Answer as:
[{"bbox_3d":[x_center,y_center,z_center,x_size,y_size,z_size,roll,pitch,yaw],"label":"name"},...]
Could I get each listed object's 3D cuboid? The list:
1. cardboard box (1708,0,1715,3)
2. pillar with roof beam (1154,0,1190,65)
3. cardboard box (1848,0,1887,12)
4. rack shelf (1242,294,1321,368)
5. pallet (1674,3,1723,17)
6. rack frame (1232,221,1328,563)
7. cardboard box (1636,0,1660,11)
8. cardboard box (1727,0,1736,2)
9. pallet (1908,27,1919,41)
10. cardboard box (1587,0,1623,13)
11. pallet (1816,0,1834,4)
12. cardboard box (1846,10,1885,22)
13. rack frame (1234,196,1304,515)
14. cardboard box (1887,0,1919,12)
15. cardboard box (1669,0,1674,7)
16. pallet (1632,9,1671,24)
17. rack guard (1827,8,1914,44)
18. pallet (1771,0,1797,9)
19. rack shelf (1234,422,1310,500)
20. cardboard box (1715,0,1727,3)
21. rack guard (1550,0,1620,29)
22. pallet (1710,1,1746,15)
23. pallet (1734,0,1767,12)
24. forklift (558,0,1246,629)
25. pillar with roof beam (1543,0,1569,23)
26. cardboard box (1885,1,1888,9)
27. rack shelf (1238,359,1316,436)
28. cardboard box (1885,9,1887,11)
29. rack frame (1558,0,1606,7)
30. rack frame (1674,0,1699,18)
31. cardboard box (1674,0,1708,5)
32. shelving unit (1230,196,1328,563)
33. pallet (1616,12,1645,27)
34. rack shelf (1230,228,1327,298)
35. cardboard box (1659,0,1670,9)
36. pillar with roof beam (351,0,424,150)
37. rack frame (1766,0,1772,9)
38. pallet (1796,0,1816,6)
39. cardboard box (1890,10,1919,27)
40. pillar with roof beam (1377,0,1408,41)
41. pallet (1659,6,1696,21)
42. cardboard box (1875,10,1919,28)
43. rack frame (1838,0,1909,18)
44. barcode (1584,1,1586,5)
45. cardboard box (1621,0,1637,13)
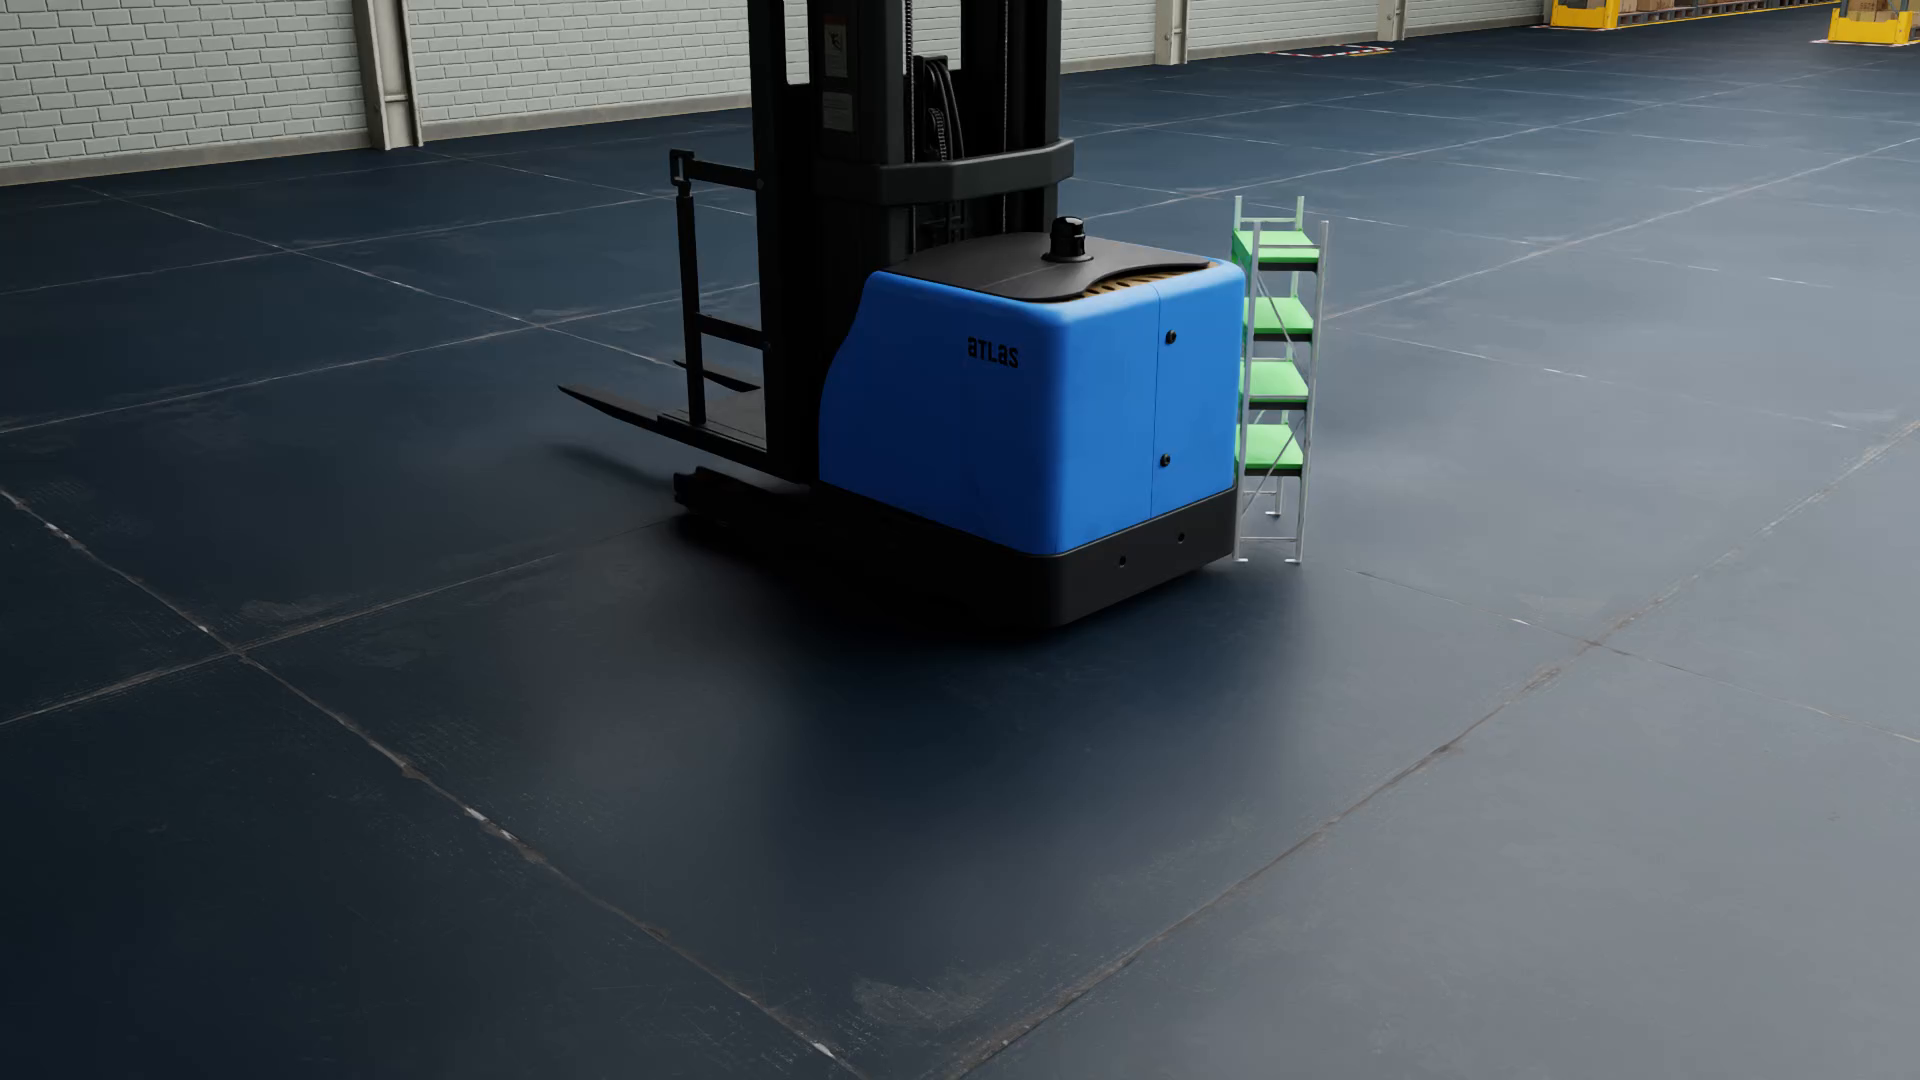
[{"bbox_3d":[15.133,-11.323,34.224,0.700,0.500,0.500,19,28,40],"label":"cardboard box"},{"bbox_3d":[6.098,-9.952,19.424,9.100,9.000,0.400,19,28,41],"label":"pillar with roof beam"},{"bbox_3d":[15.229,-9.153,27.910,0.500,0.500,0.500,19,28,41],"label":"cardboard box"},{"bbox_3d":[1.091,-0.736,5.825,0.258,0.148,0.480,1,21,2],"label":"rack shelf"},{"bbox_3d":[14.849,-10.844,33.995,1.003,0.211,1.213,19,28,41],"label":"pallet"},{"bbox_3d":[1.084,-0.484,5.661,0.240,1.200,0.015,1,21,2],"label":"rack frame"},{"bbox_3d":[13.009,-10.434,31.910,0.700,0.500,0.500,17,27,37],"label":"cardboard box"},{"bbox_3d":[15.863,-11.576,34.882,0.700,0.500,0.500,19,28,40],"label":"cardboard box"},{"bbox_3d":[15.572,-8.584,28.113,1.003,0.211,1.213,19,28,41],"label":"pallet"},{"bbox_3d":[12.063,-10.023,31.105,0.500,0.311,0.500,15,26,35],"label":"cardboard box"},{"bbox_3d":[19.403,-12.483,38.258,1.003,0.211,1.213,19,28,41],"label":"pallet"},{"bbox_3d":[15.230,-8.803,28.043,0.500,0.250,0.500,19,28,41],"label":"cardboard box"},{"bbox_3d":[1.099,-0.659,6.116,0.240,1.200,0.015,1,21,2],"label":"rack frame"},{"bbox_3d":[15.949,-9.152,27.907,0.500,0.500,0.500,19,28,41],"label":"cardboard box"},{"bbox_3d":[13.955,-10.683,33.025,0.380,0.166,0.250,15,26,34],"label":"cardboard box"},{"bbox_3d":[13.012,-10.147,32.181,1.003,0.211,1.213,19,28,41],"label":"pallet"},{"bbox_3d":[15.051,-8.506,27.507,1.175,0.500,0.348,19,28,41],"label":"rack guard"},{"bbox_3d":[17.701,-11.856,36.626,1.003,0.211,1.213,19,28,41],"label":"pallet"},{"bbox_3d":[1.091,-0.288,5.998,0.258,0.148,0.480,1,21,2],"label":"rack shelf"},{"bbox_3d":[15.518,-11.444,34.538,0.700,0.500,0.500,20,28,41],"label":"cardboard box"},{"bbox_3d":[11.569,-9.770,30.797,1.175,0.500,0.348,19,28,41],"label":"rack guard"},{"bbox_3d":[15.700,-11.160,34.814,1.003,0.211,1.213,19,28,41],"label":"pallet"},{"bbox_3d":[16.551,-11.472,35.626,1.003,0.211,1.213,19,28,41],"label":"pallet"},{"bbox_3d":[-0.441,-1.528,5.964,1.130,2.935,3.031,-20,28,-41],"label":"forklift"},{"bbox_3d":[14.469,-13.037,27.449,9.100,9.000,0.400,19,28,41],"label":"pillar with roof beam"},{"bbox_3d":[15.916,-9.414,28.589,0.500,0.500,0.500,19,28,41],"label":"cardboard box"},{"bbox_3d":[1.091,-0.512,5.912,0.258,0.148,0.480,1,21,2],"label":"rack shelf"},{"bbox_3d":[15.571,-8.934,28.386,0.500,0.250,0.500,19,28,41],"label":"cardboard box"},{"bbox_3d":[11.516,-10.917,30.298,1.000,3.000,0.127,19,28,41],"label":"rack frame"},{"bbox_3d":[14.307,-11.946,32.973,1.000,3.000,0.127,19,28,41],"label":"rack frame"},{"bbox_3d":[14.808,-11.177,33.845,0.500,0.500,0.700,-19,28,-40],"label":"cardboard box"},{"bbox_3d":[1.091,-0.571,5.889,0.258,1.200,0.503,1,21,2],"label":"shelving unit"},{"bbox_3d":[12.161,-9.835,31.369,1.003,0.211,1.213,19,28,41],"label":"pallet"},{"bbox_3d":[1.091,-0.960,5.739,0.258,0.148,0.480,1,21,2],"label":"rack shelf"},{"bbox_3d":[13.611,-10.707,32.622,0.500,0.500,0.500,17,27,37],"label":"cardboard box"},{"bbox_3d":[-2.273,-6.867,11.399,9.100,9.000,0.400,19,28,41],"label":"pillar with roof beam"},{"bbox_3d":[17.097,-12.974,35.648,1.000,3.000,0.127,19,28,41],"label":"rack frame"},{"bbox_3d":[18.552,-12.168,37.438,1.003,0.211,1.213,19,28,41],"label":"pallet"},{"bbox_3d":[15.948,-8.803,28.043,0.500,0.250,0.500,19,28,41],"label":"cardboard box"},{"bbox_3d":[10.284,-11.494,23.437,9.100,9.000,0.400,19,28,41],"label":"pillar with roof beam"},{"bbox_3d":[13.863,-10.462,33.001,1.003,0.211,1.213,19,28,41],"label":"pallet"},{"bbox_3d":[15.602,-8.673,27.706,0.500,0.250,0.500,19,28,41],"label":"cardboard box"},{"bbox_3d":[15.068,-9.678,27.074,1.000,3.000,0.127,19,28,41],"label":"rack frame"},{"bbox_3d":[11.789,-10.132,31.376,0.001,0.075,0.075,19,28,41],"label":"barcode"},{"bbox_3d":[12.461,-10.170,31.486,0.500,0.311,0.500,-17,27,-38],"label":"cardboard box"}]
